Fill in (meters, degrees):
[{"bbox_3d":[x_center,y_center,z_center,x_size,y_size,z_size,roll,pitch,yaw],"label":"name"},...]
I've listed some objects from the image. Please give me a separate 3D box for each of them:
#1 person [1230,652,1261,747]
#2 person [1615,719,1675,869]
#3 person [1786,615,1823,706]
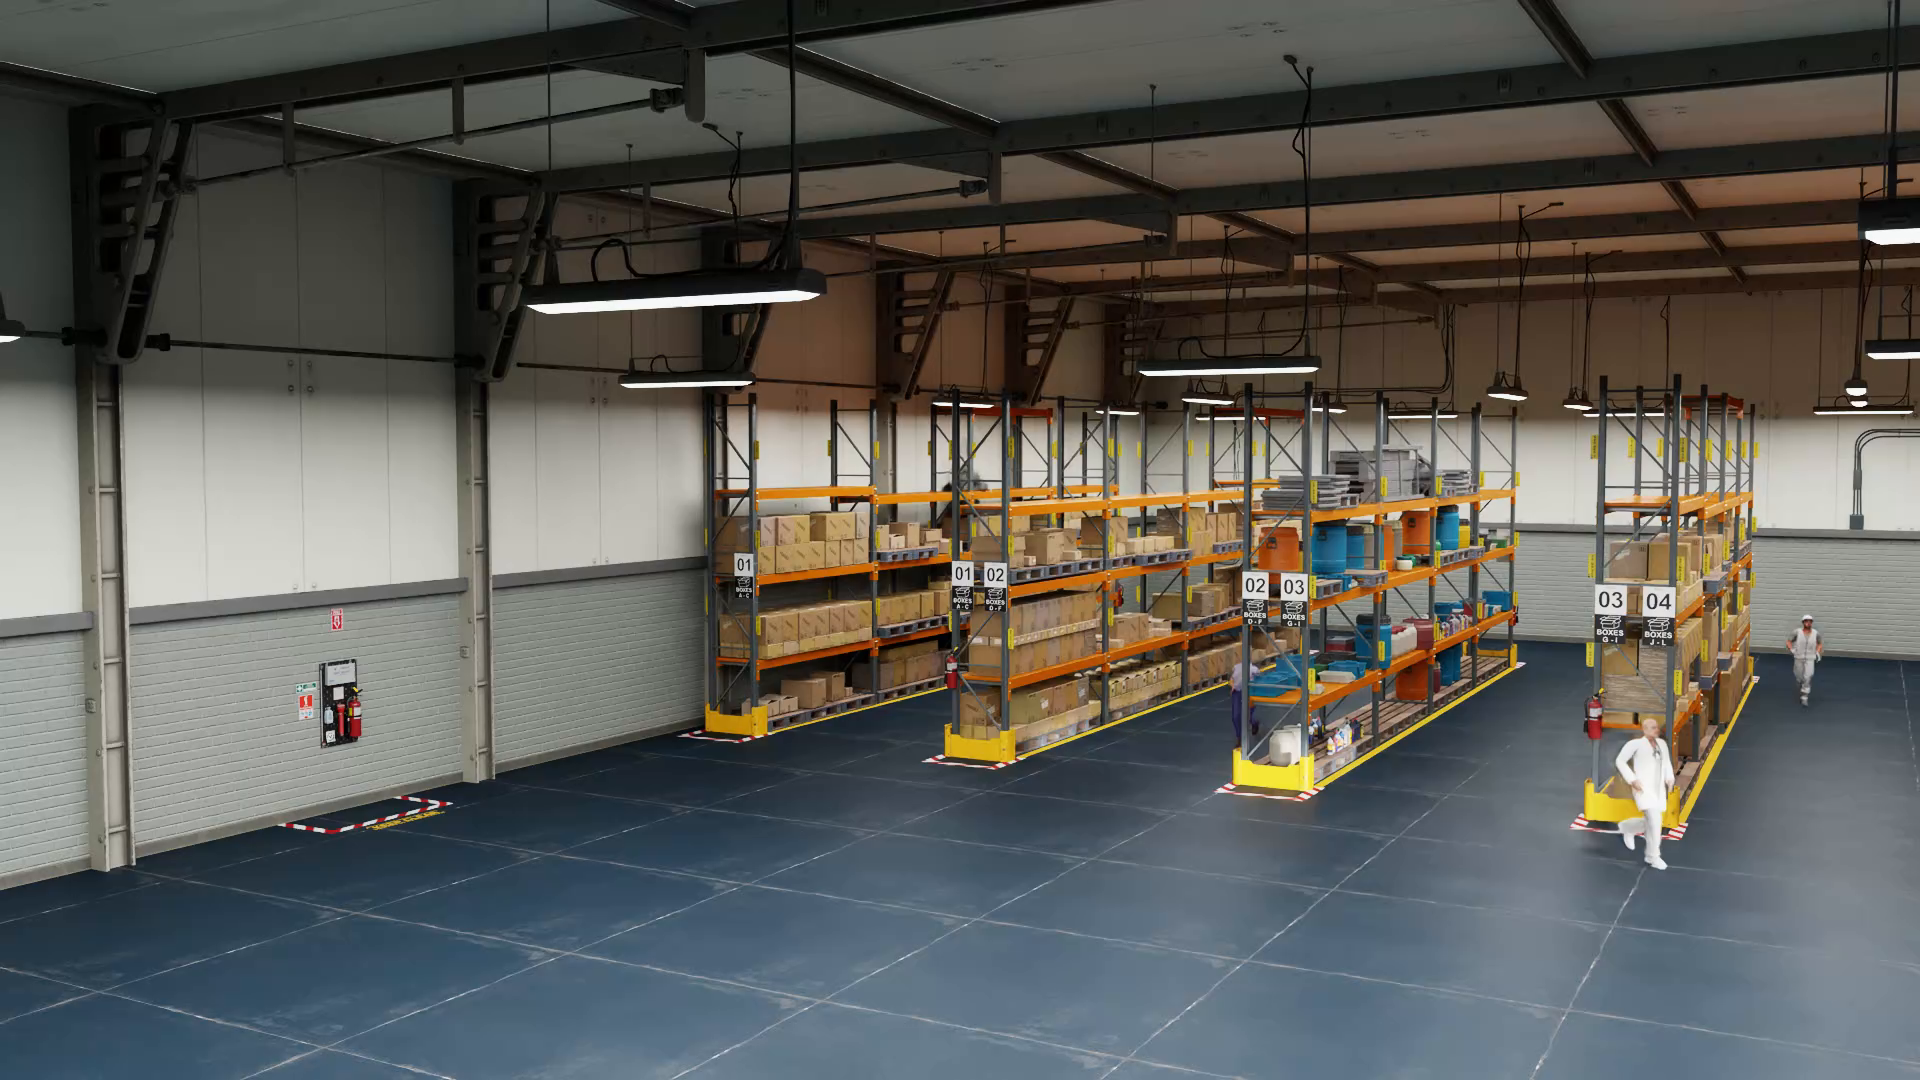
[{"bbox_3d":[4.844,2.689,28.304,0.608,1.610,0.637,2,4,31],"label":"person"},{"bbox_3d":[8.339,3.045,20.262,0.737,1.768,0.885,-1,3,-22],"label":"person"},{"bbox_3d":[16.653,2.358,32.797,0.649,1.770,0.738,1,3,23],"label":"person"}]
